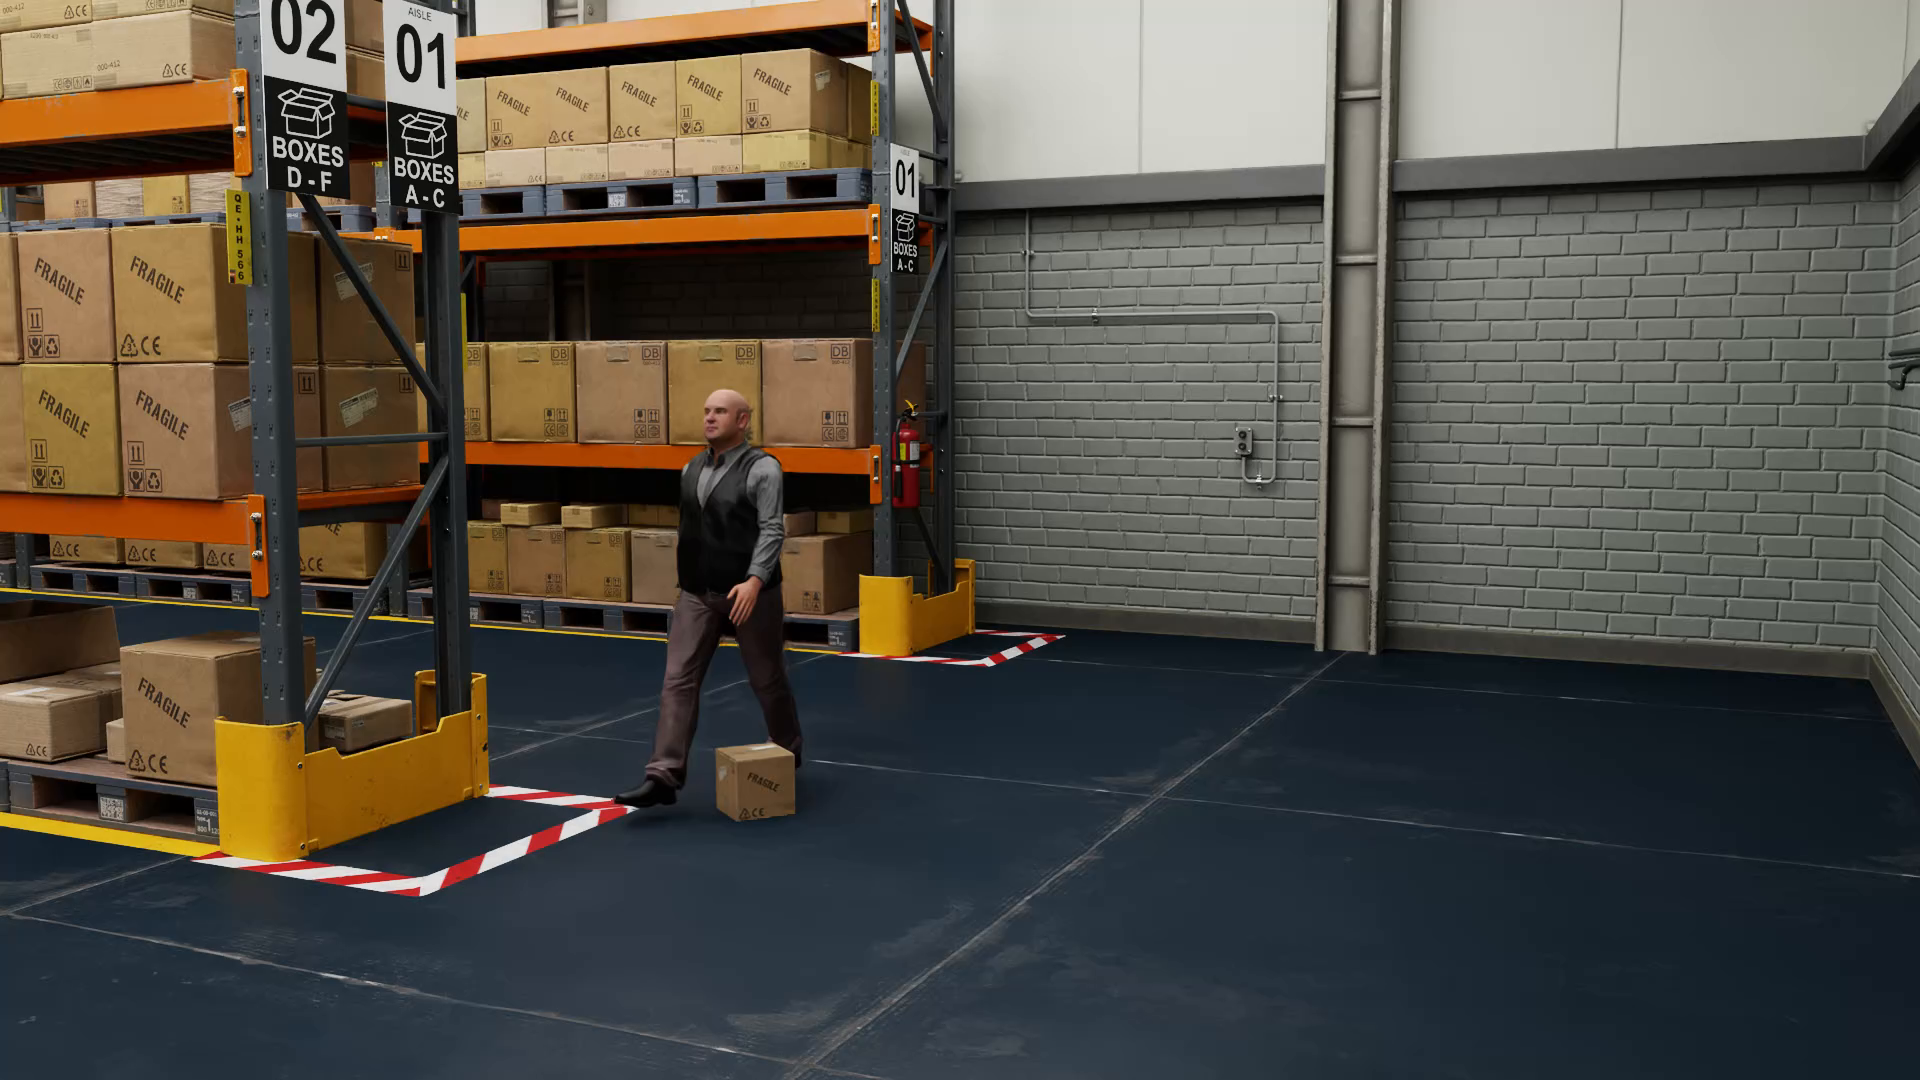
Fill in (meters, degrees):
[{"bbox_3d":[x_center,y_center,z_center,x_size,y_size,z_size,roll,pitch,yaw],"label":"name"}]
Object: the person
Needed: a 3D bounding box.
[{"bbox_3d":[-0.974,0.215,6.793,0.558,1.657,1.043,2,6,23],"label":"person"}]
